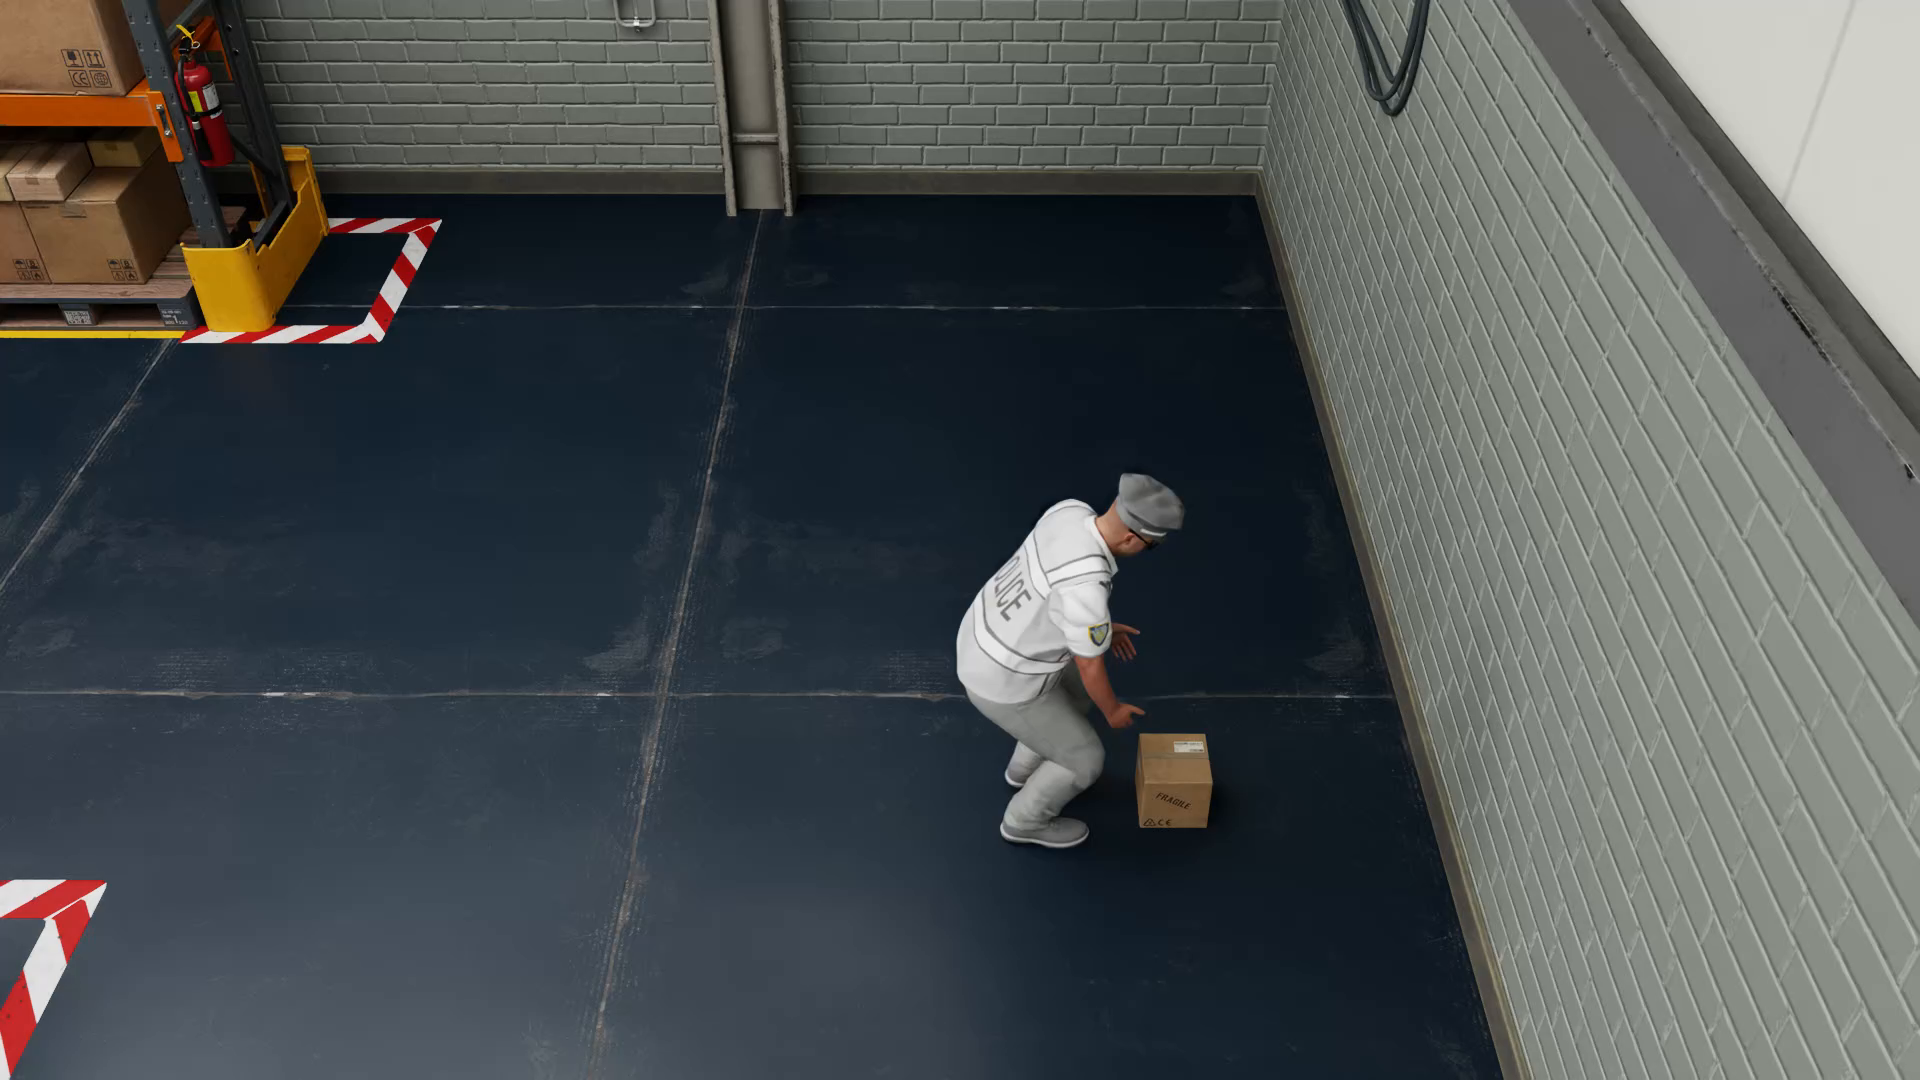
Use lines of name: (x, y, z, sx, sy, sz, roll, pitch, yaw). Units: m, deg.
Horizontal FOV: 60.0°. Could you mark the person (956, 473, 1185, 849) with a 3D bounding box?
person: (0.362, 0.409, 5.860, 0.751, 1.496, 0.588, 0, 39, 0)
